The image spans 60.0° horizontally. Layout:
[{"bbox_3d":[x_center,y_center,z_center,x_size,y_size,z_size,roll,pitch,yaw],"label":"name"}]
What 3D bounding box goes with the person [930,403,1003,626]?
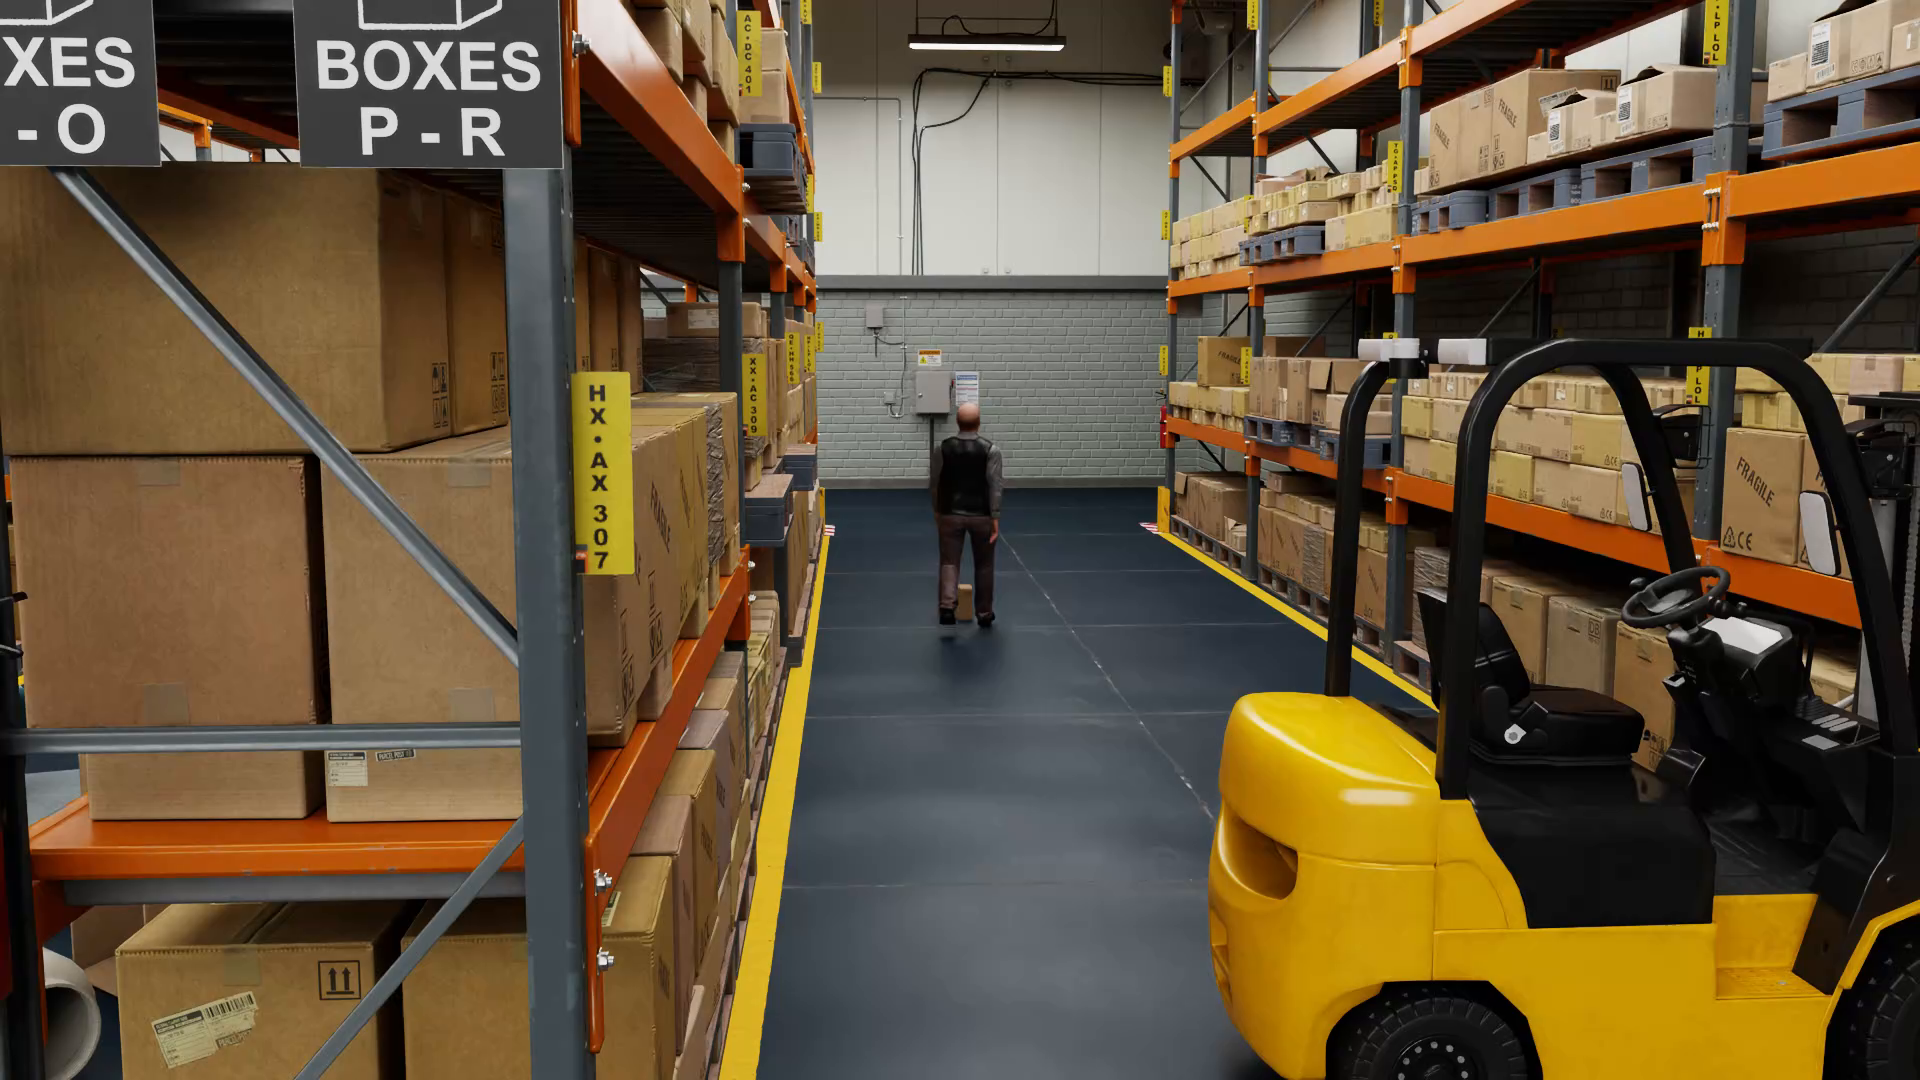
[{"bbox_3d":[0.049,-0.172,12.336,0.541,1.693,0.851,0,7,3],"label":"person"}]
